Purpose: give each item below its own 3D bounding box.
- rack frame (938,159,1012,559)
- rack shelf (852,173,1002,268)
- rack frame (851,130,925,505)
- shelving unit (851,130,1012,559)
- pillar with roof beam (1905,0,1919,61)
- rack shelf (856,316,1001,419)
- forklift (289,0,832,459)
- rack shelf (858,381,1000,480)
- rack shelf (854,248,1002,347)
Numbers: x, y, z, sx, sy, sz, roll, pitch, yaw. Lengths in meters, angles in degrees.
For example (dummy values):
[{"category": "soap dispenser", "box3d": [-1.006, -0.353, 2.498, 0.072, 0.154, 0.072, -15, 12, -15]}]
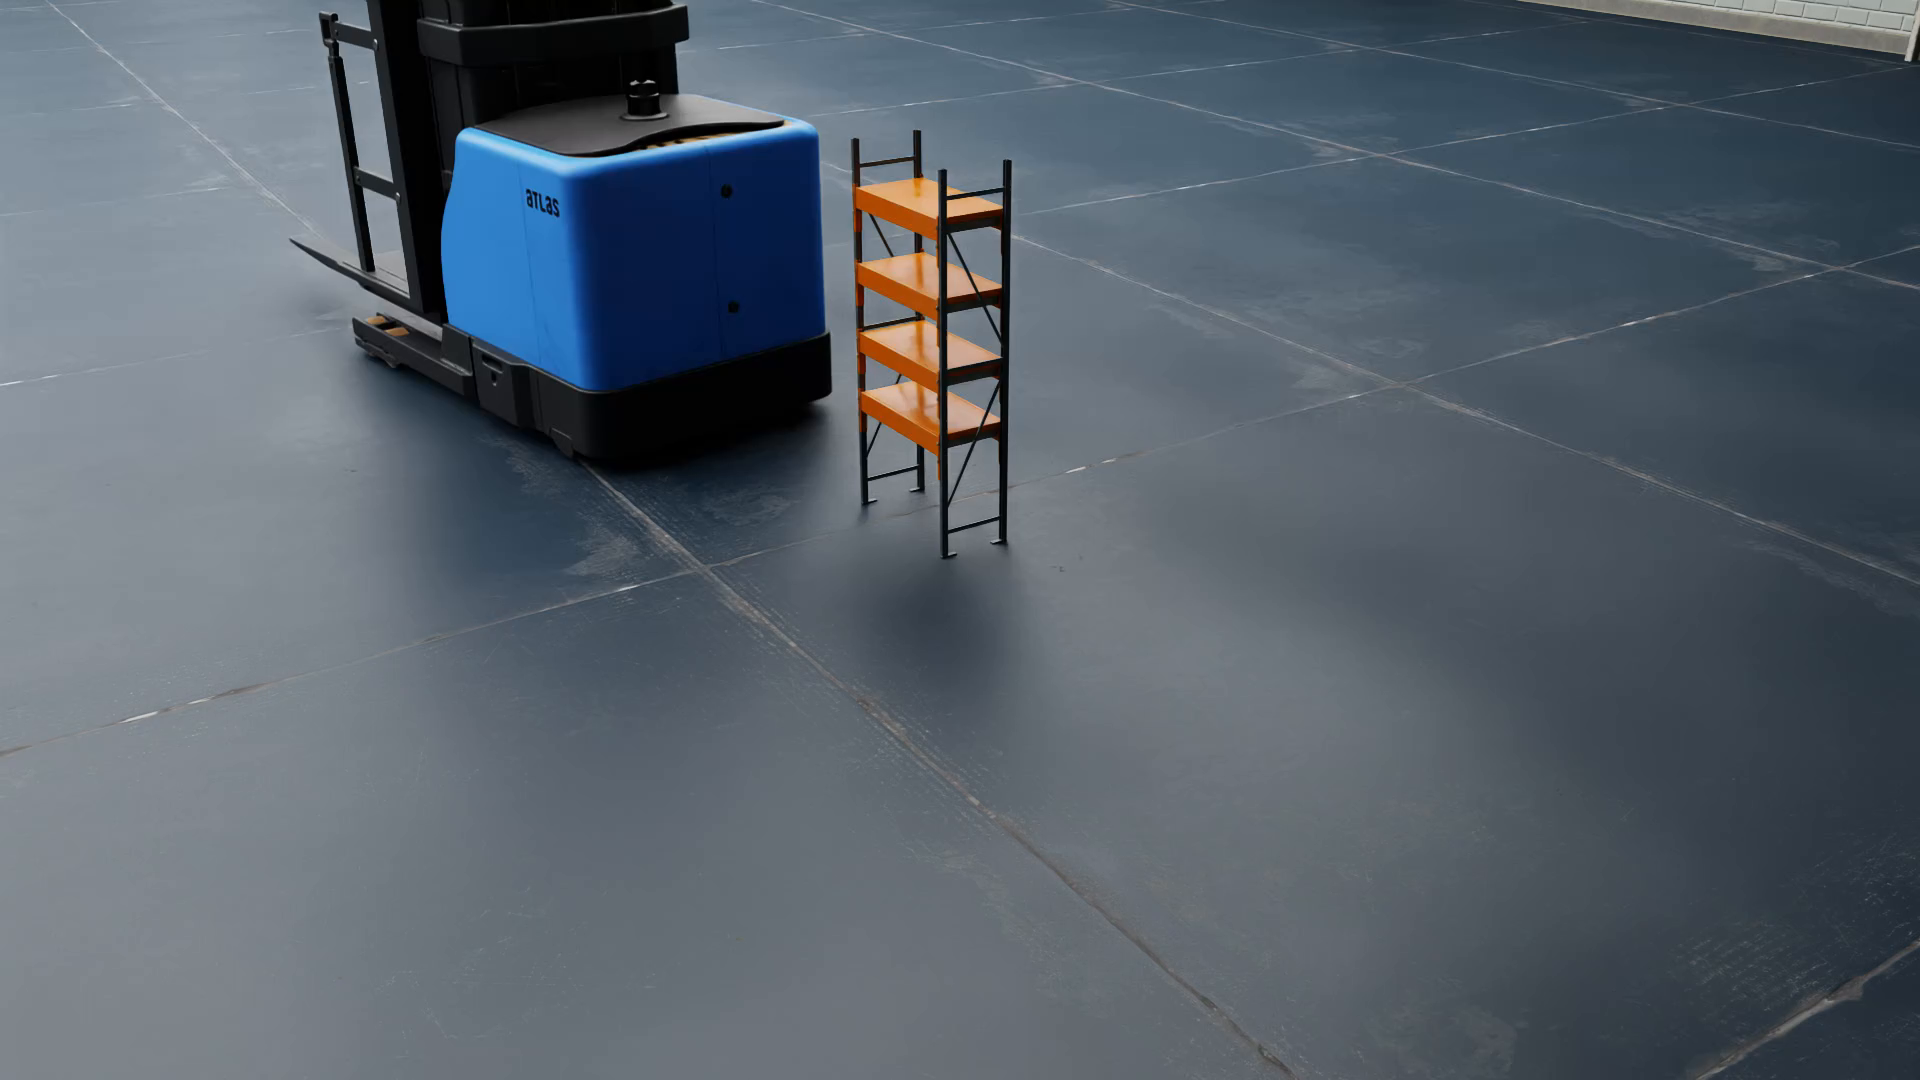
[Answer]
[{"category": "rack frame", "box3d": [0.043, -0.515, 4.934, 0.240, 1.200, 0.015, -16, 29, -30]}, {"category": "rack shelf", "box3d": [-0.090, -0.957, 4.952, 0.258, 0.148, 0.480, -16, 29, -30]}, {"category": "rack frame", "box3d": [-0.224, -0.689, 5.304, 0.240, 1.200, 0.015, -16, 29, -30]}, {"category": "shelving unit", "box3d": [-0.090, -0.602, 5.119, 0.258, 1.200, 0.503, -16, 29, -30]}, {"category": "pillar with roof beam", "box3d": [4.293, -6.924, 9.377, 9.100, 9.000, 0.400, -16, 29, -30]}, {"category": "rack shelf", "box3d": [-0.090, -0.541, 5.148, 0.258, 0.148, 0.480, -16, 29, -30]}, {"category": "forklift", "box3d": [-1.844, -2.146, 6.363, 1.130, 2.935, 3.031, -21, 33, -37]}, {"category": "rack shelf", "box3d": [-0.090, -0.361, 5.233, 0.258, 0.148, 0.480, -16, 29, -30]}, {"category": "rack shelf", "box3d": [-0.090, -0.743, 5.053, 0.258, 0.148, 0.480, -16, 29, -30]}]
